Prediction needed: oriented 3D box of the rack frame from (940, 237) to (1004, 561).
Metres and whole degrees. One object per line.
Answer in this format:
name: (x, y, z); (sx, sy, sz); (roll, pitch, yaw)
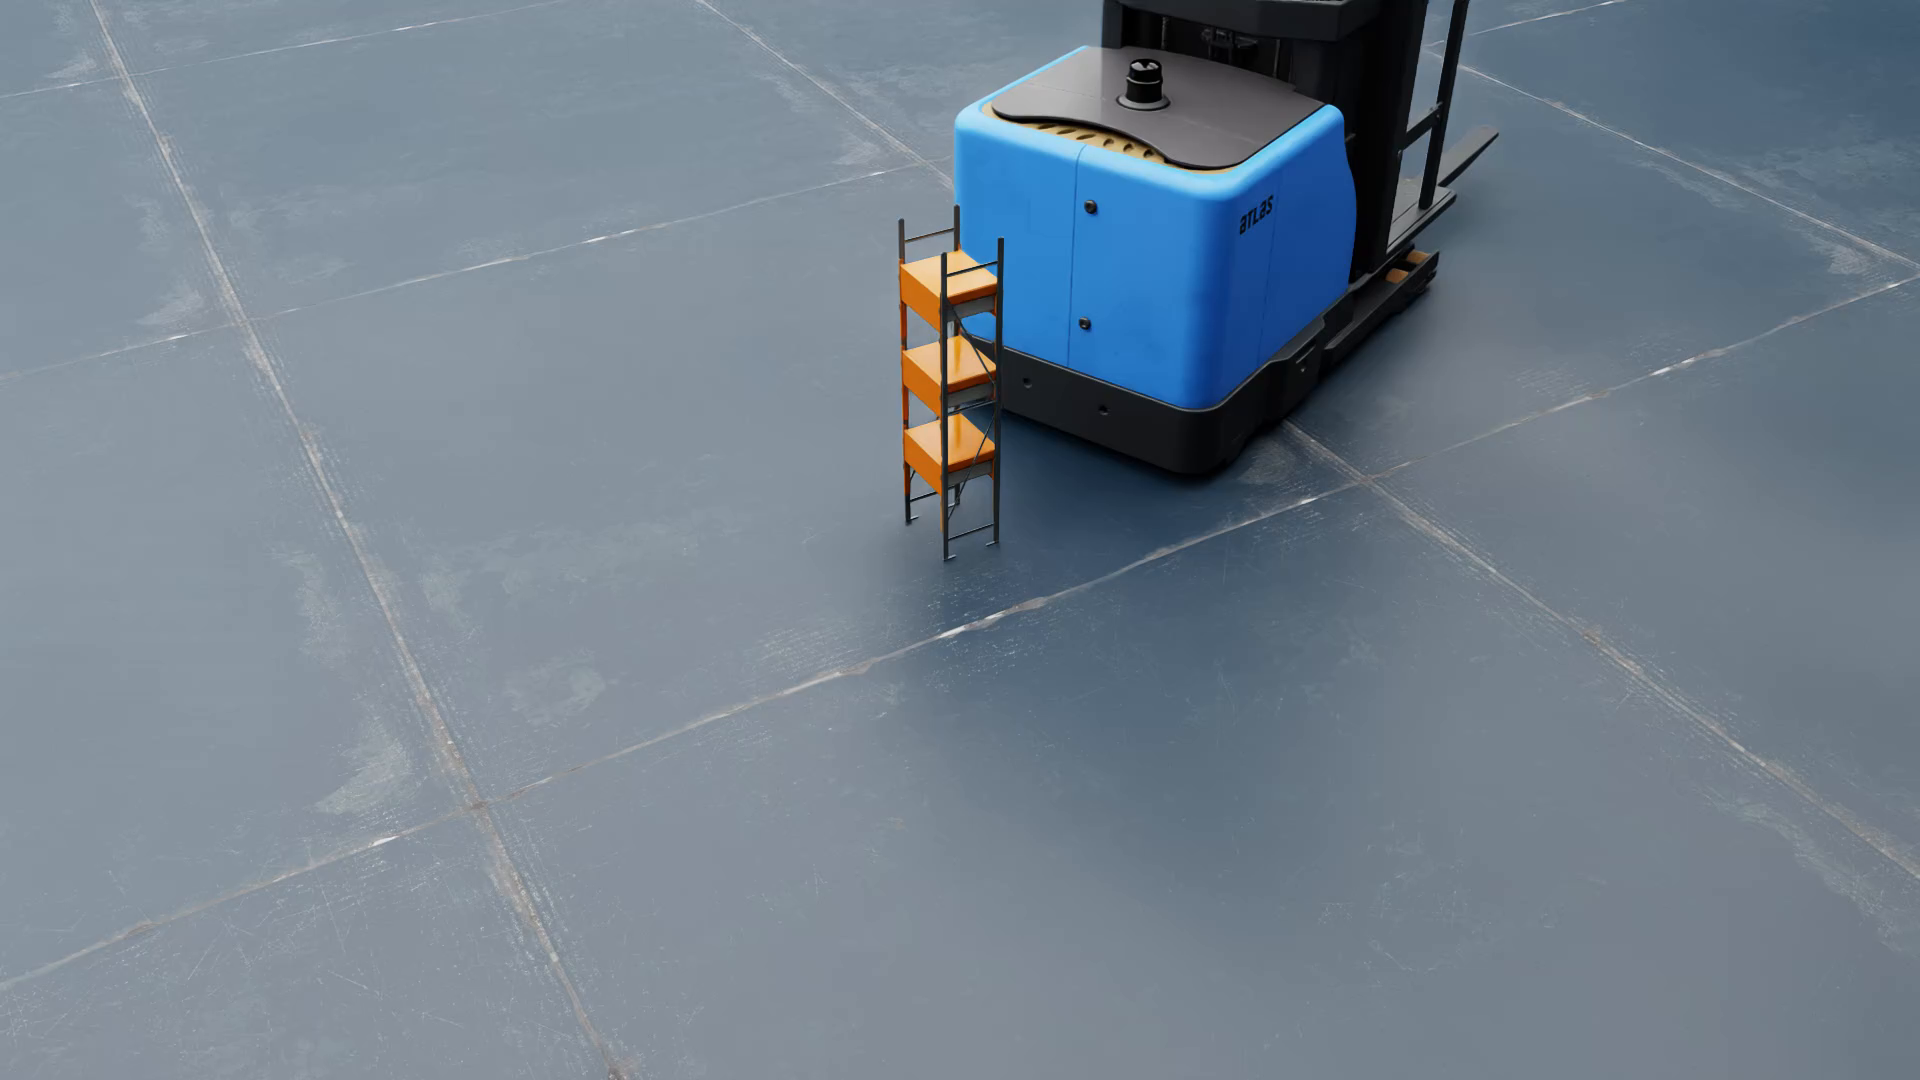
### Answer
rack frame: (0.034, -0.389, 4.893); (0.200, 1.050, 0.008); (-19, 40, -24)

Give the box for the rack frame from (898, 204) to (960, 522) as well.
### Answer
rack frame: (-0.088, -0.513, 5.063); (0.200, 1.050, 0.008); (-19, 40, -24)

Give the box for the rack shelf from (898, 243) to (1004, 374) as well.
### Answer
rack shelf: (-0.027, -0.672, 4.817); (0.215, 0.259, 0.240); (-19, 40, -24)

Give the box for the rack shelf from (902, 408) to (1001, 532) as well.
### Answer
rack shelf: (-0.027, -0.218, 5.148); (0.215, 0.259, 0.240); (-19, 40, -24)

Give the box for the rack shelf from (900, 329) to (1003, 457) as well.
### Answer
rack shelf: (-0.027, -0.443, 4.984); (0.215, 0.259, 0.240); (-19, 40, -24)

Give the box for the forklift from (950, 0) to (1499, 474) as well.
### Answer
forklift: (1.235, -2.220, 5.804); (1.130, 2.935, 3.031); (23, 42, 28)

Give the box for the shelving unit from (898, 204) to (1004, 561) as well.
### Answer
shelving unit: (-0.027, -0.451, 4.978); (0.215, 1.050, 0.252); (-19, 40, -24)
